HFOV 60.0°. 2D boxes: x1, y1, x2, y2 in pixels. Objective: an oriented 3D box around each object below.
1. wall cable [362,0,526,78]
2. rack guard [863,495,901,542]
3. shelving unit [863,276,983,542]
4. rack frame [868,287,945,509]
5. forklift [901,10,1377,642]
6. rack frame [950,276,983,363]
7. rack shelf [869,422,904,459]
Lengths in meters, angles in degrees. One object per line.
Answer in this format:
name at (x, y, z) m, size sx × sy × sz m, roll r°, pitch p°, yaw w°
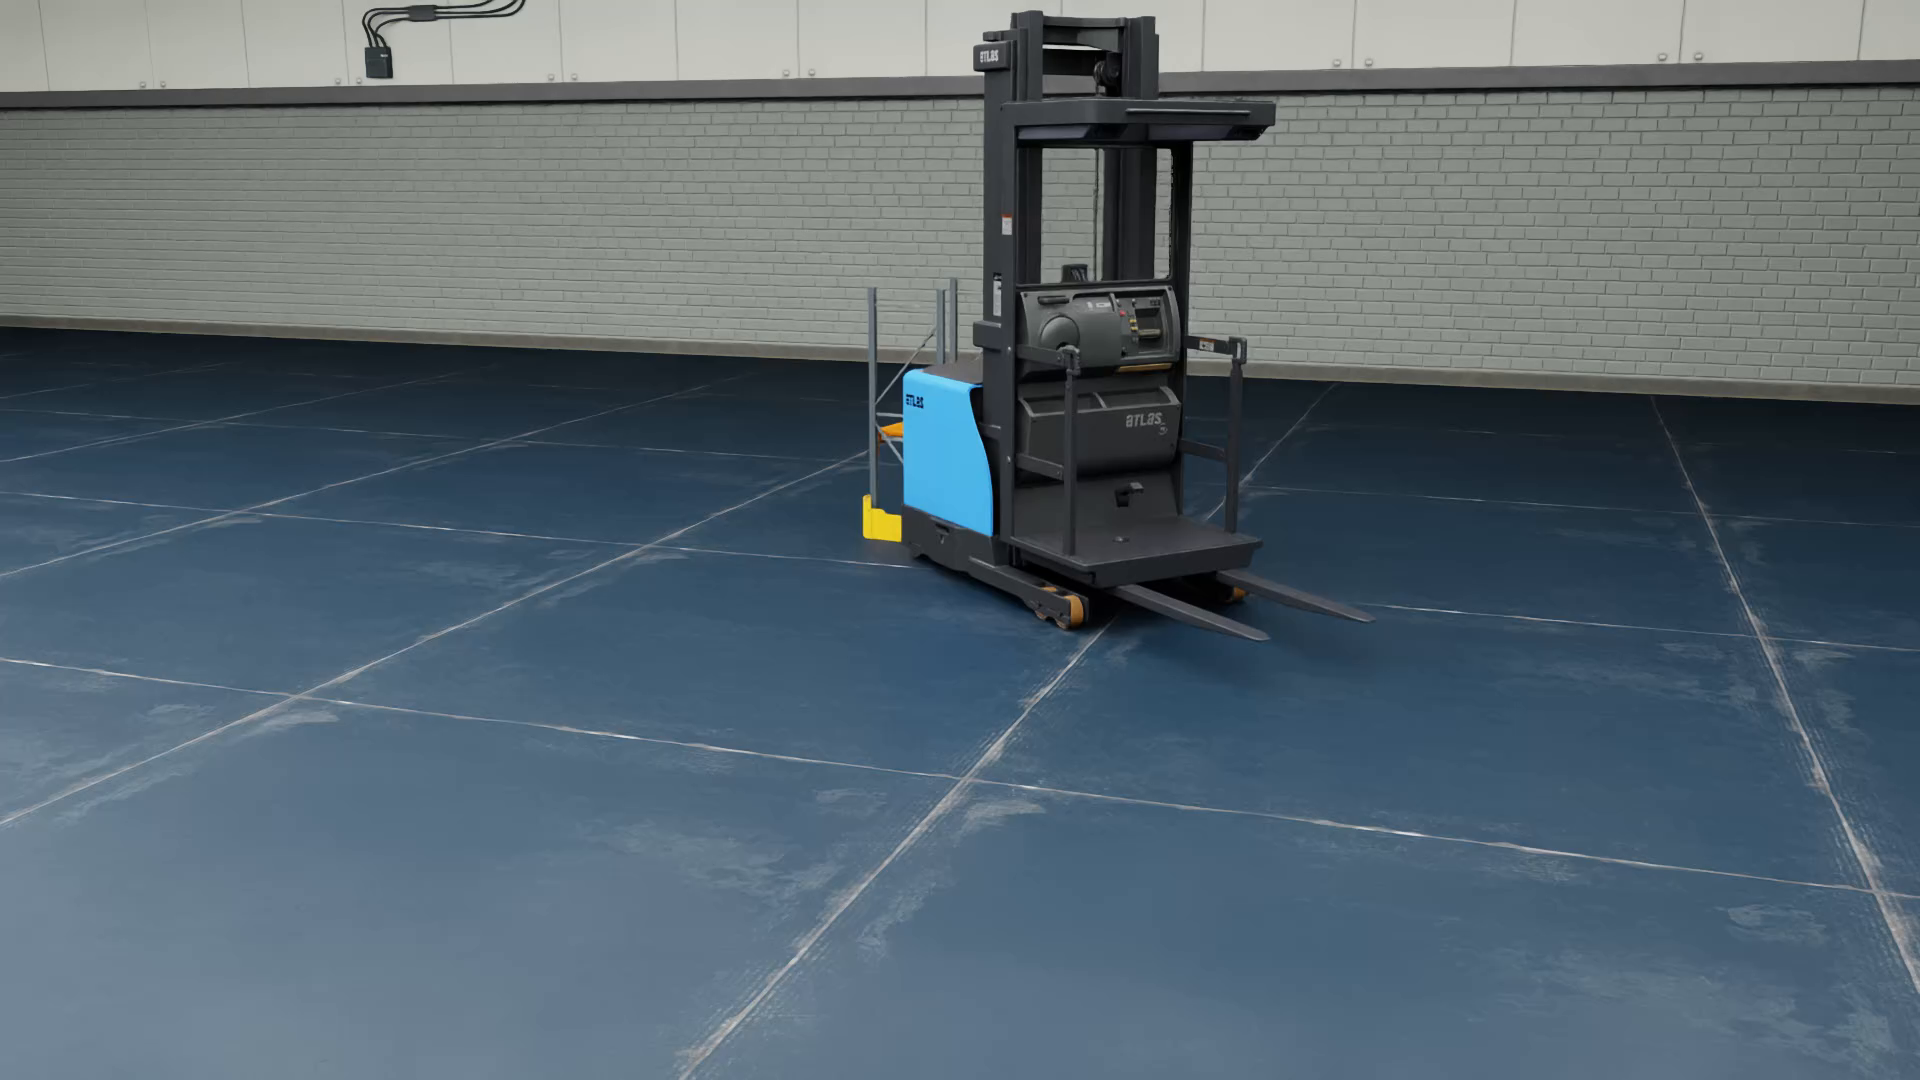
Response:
wall cable at (-6.060, -8.432, 19.066) m, size 2.305 × 6.003 × 0.169 m, roll 4°, pitch 14°, yaw 18°
rack guard at (-0.312, -0.117, 9.938) m, size 0.587 × 0.250 × 0.087 m, roll 7°, pitch 14°, yaw 27°
shelving unit at (-0.080, -0.824, 10.229) m, size 0.587 × 1.500 × 1.083 m, roll 7°, pitch 14°, yaw 27°
rack frame at (-0.313, -0.726, 9.798) m, size 0.500 × 1.500 × 0.032 m, roll 7°, pitch 14°, yaw 27°
forklift at (0.827, -1.112, 8.273) m, size 1.130 × 2.935 × 3.031 m, roll -7°, pitch 15°, yaw -29°
rack frame at (0.161, -0.926, 10.675) m, size 0.500 × 1.500 × 0.032 m, roll 7°, pitch 14°, yaw 27°
rack shelf at (-0.076, -0.651, 10.277) m, size 0.538 × 0.185 × 1.000 m, roll 7°, pitch 14°, yaw 27°
